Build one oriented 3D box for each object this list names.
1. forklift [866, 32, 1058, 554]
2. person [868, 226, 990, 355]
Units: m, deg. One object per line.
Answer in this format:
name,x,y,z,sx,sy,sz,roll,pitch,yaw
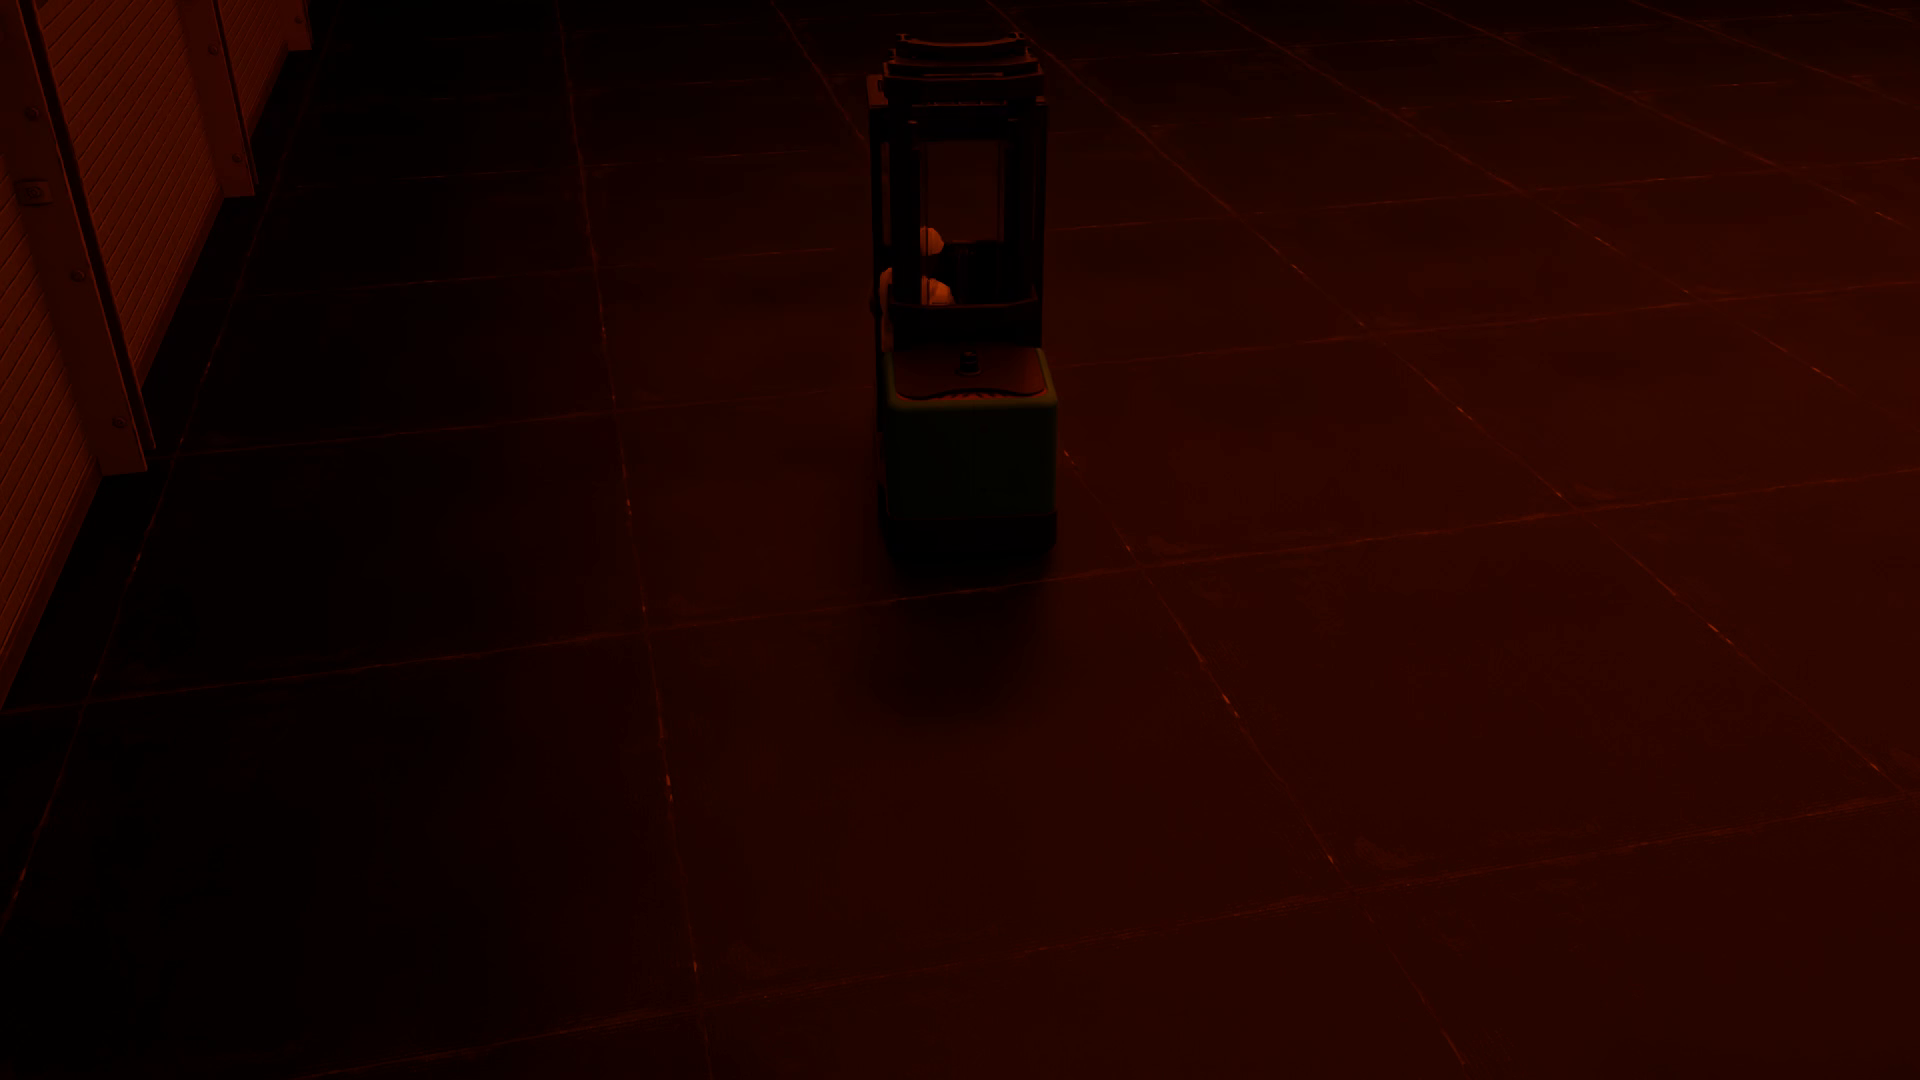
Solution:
forklift,-0.030,-1.891,10.841,1.130,2.935,3.031,-2,30,-4
person,-0.135,-1.368,10.901,0.819,1.514,0.721,18,34,28
